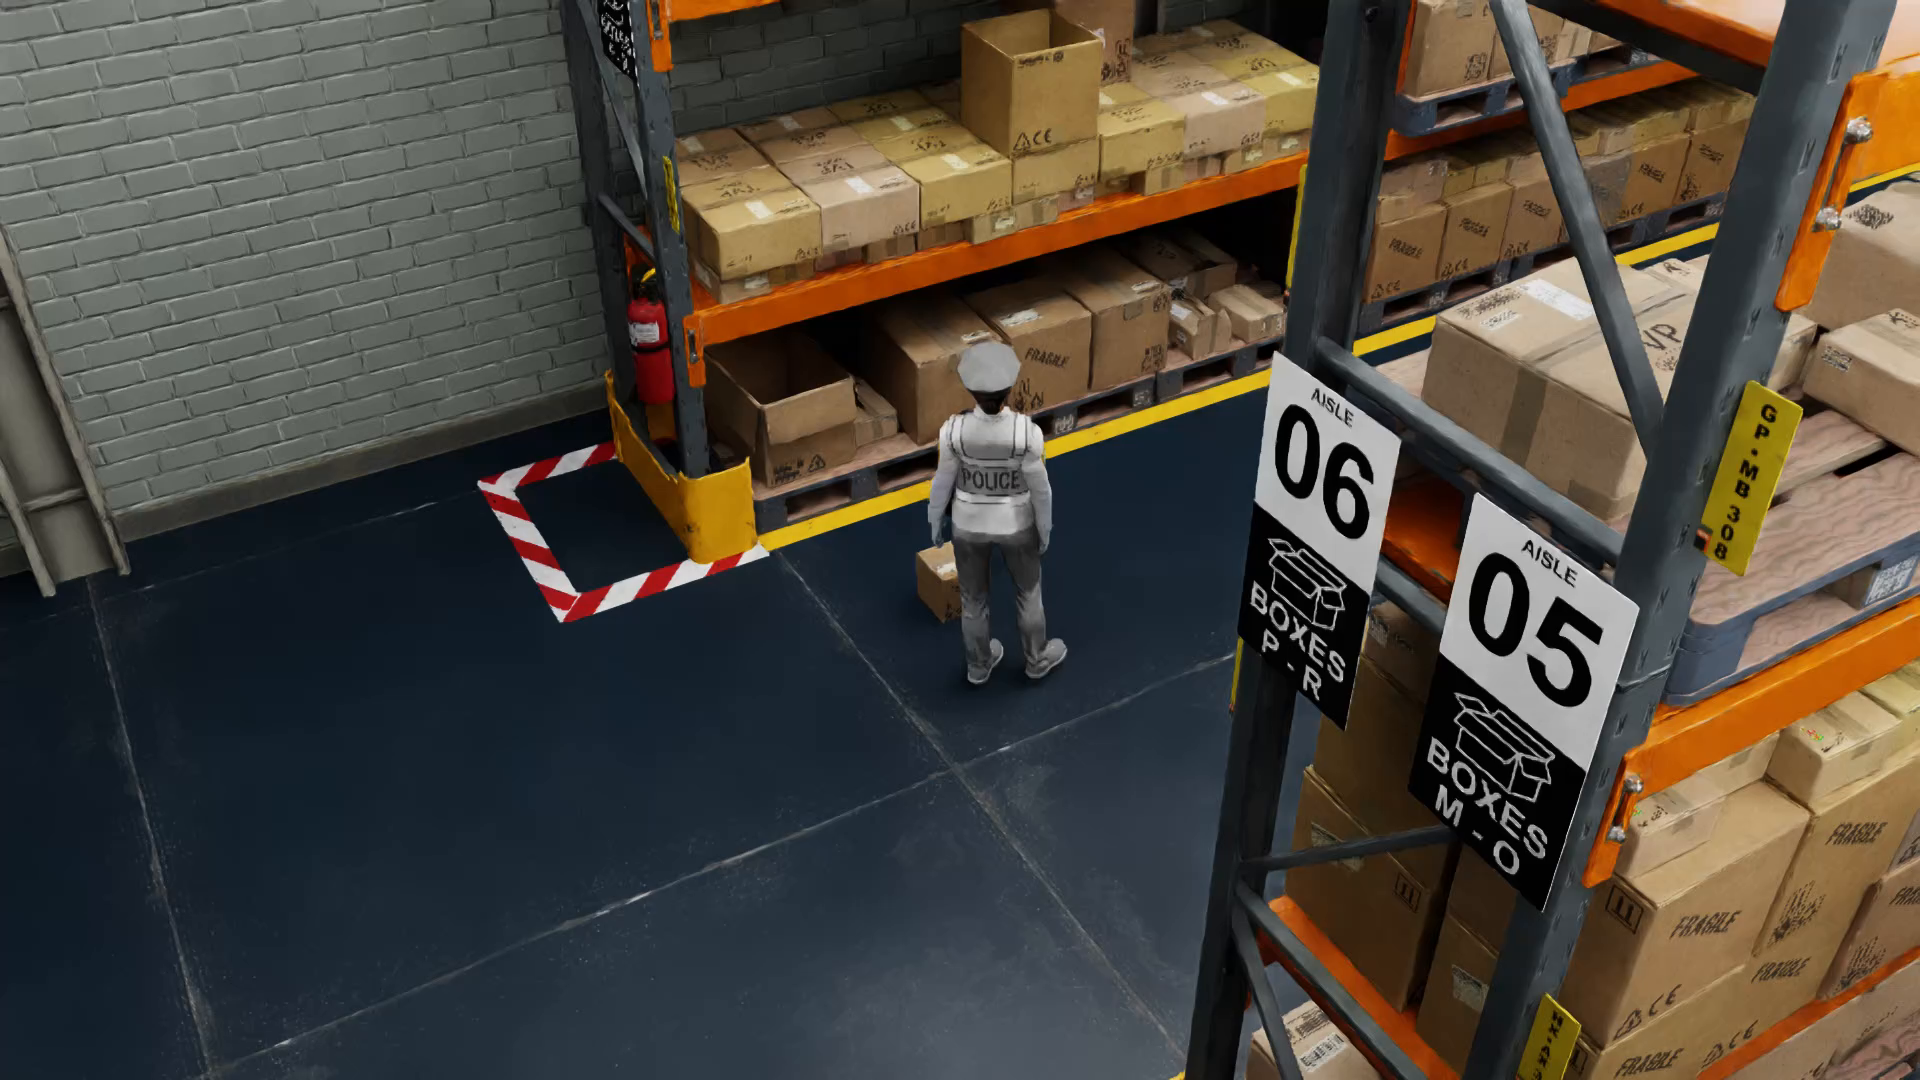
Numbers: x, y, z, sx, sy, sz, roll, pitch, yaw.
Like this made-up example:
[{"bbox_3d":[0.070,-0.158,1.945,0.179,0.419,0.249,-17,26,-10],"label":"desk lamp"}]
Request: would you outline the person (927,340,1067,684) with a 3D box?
[{"bbox_3d":[0.171,-0.085,7.003,0.618,1.689,0.387,2,37,3],"label":"person"}]
